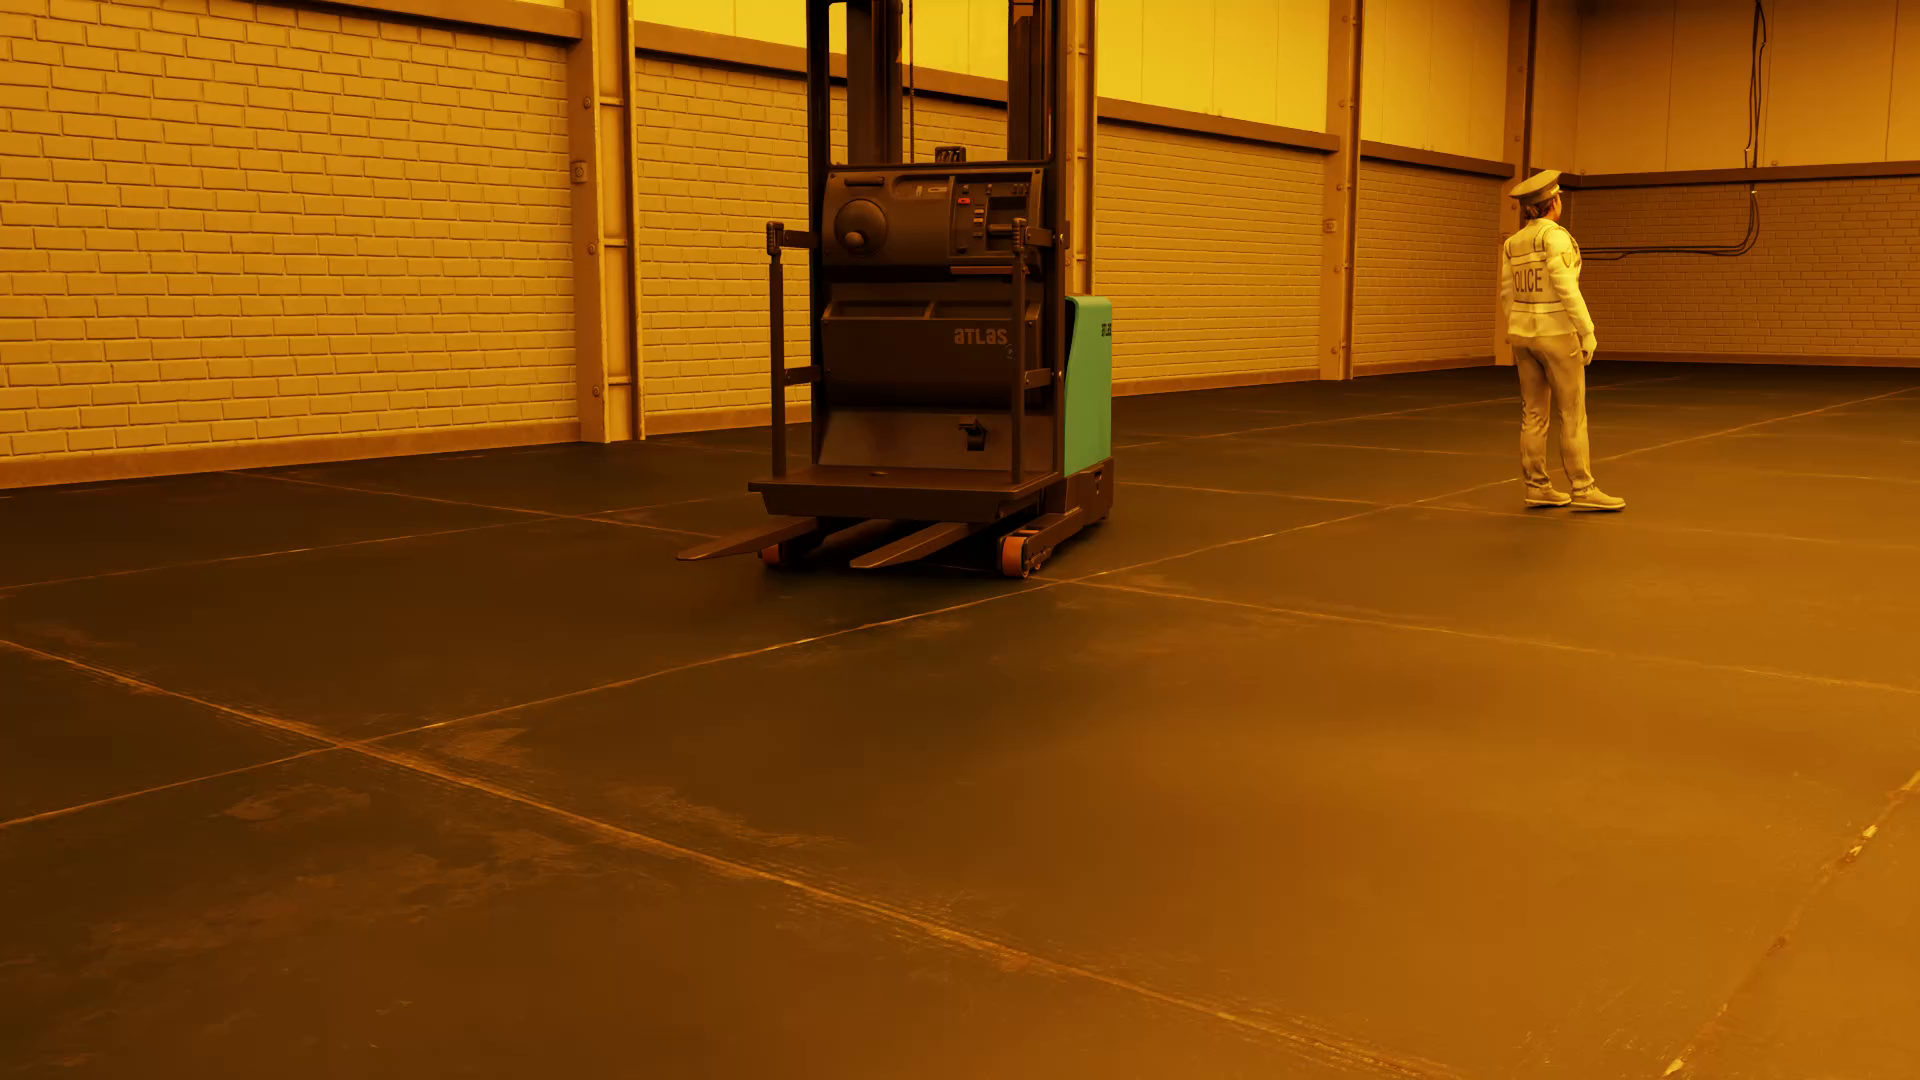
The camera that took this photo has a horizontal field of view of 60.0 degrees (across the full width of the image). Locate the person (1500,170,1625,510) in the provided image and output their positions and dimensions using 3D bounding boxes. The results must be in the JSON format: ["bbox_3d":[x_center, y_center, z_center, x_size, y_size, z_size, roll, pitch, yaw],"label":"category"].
[{"bbox_3d":[3.032,-1.016,8.445,0.534,1.697,0.588,-3,9,-20],"label":"person"}]

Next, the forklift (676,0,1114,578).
[{"bbox_3d":[-0.176,-1.366,6.616,1.130,2.935,3.031,3,9,17],"label":"forklift"}]
